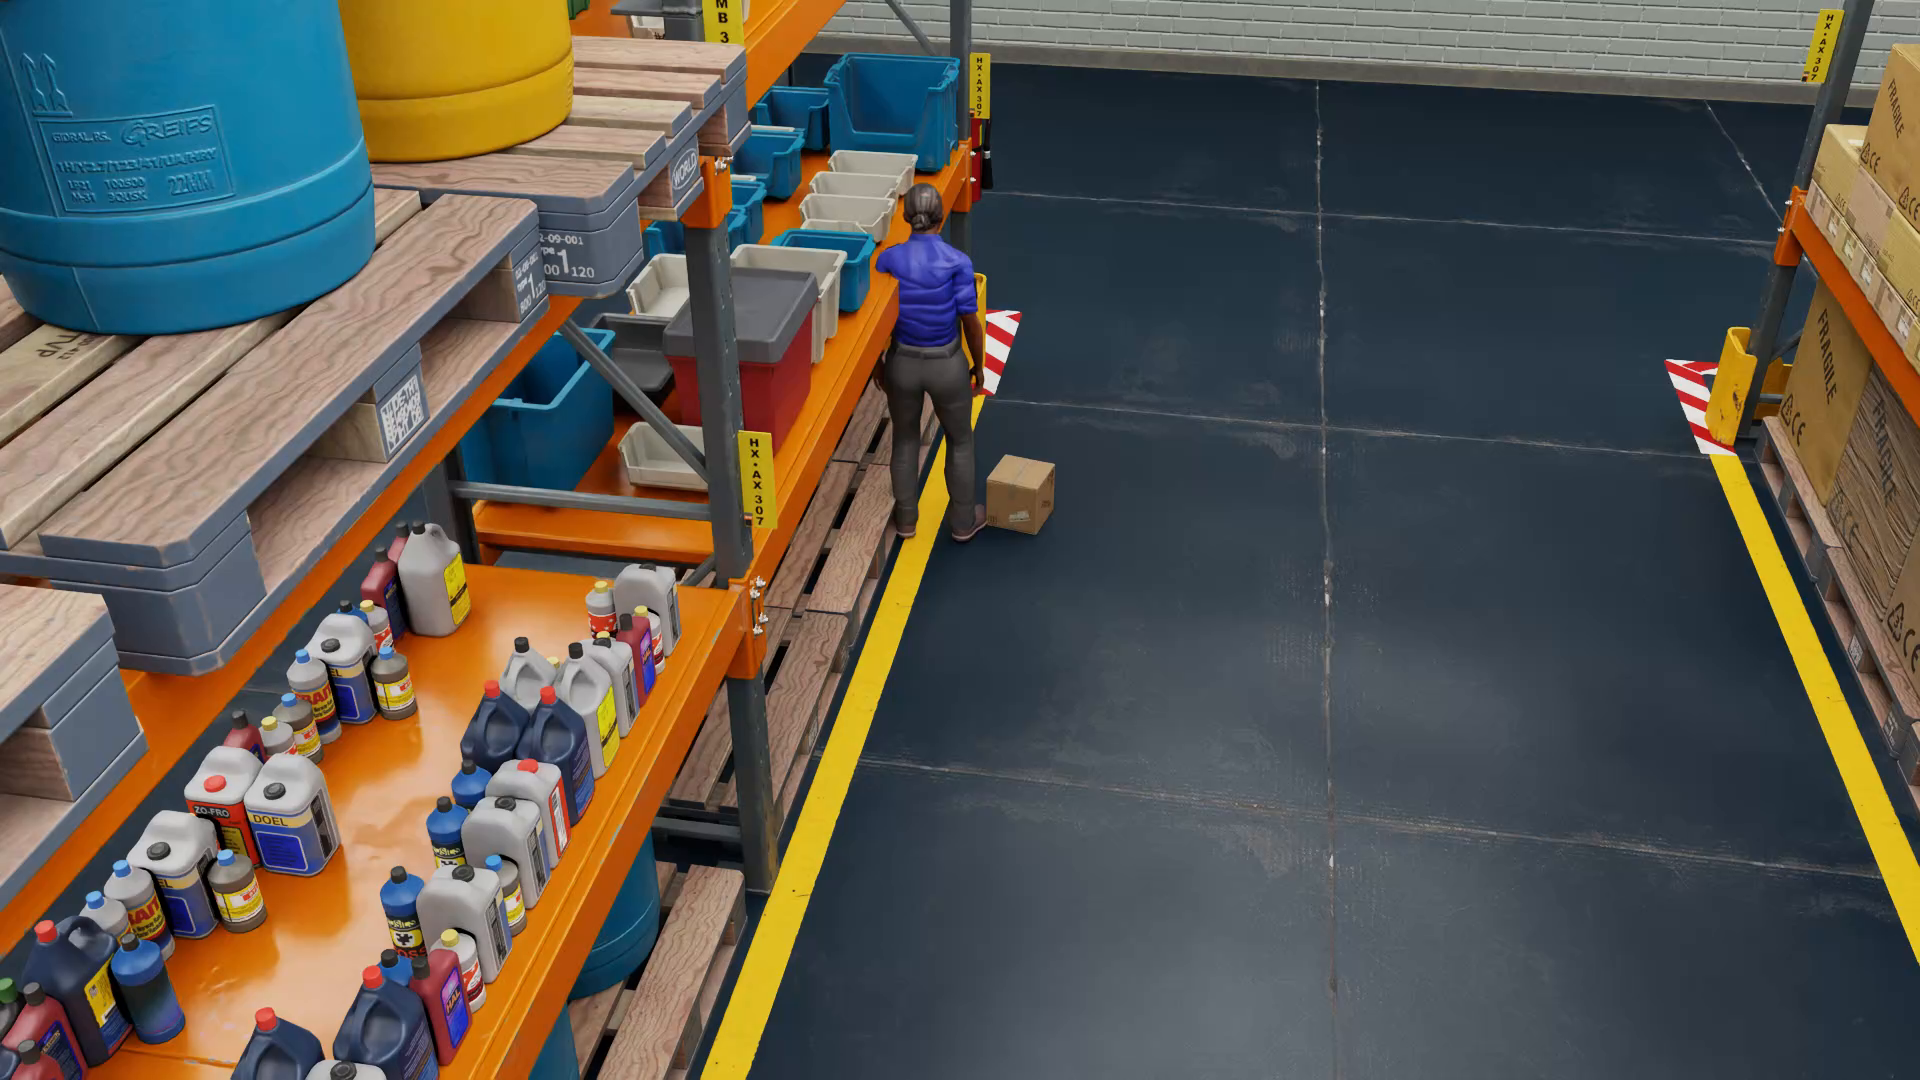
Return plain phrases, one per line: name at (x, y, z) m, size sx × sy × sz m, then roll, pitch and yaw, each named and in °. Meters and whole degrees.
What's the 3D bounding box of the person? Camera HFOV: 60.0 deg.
person at (-0.133, -0.755, 7.323) m, size 0.521 × 1.654 × 0.352 m, roll 4°, pitch 33°, yaw 7°
